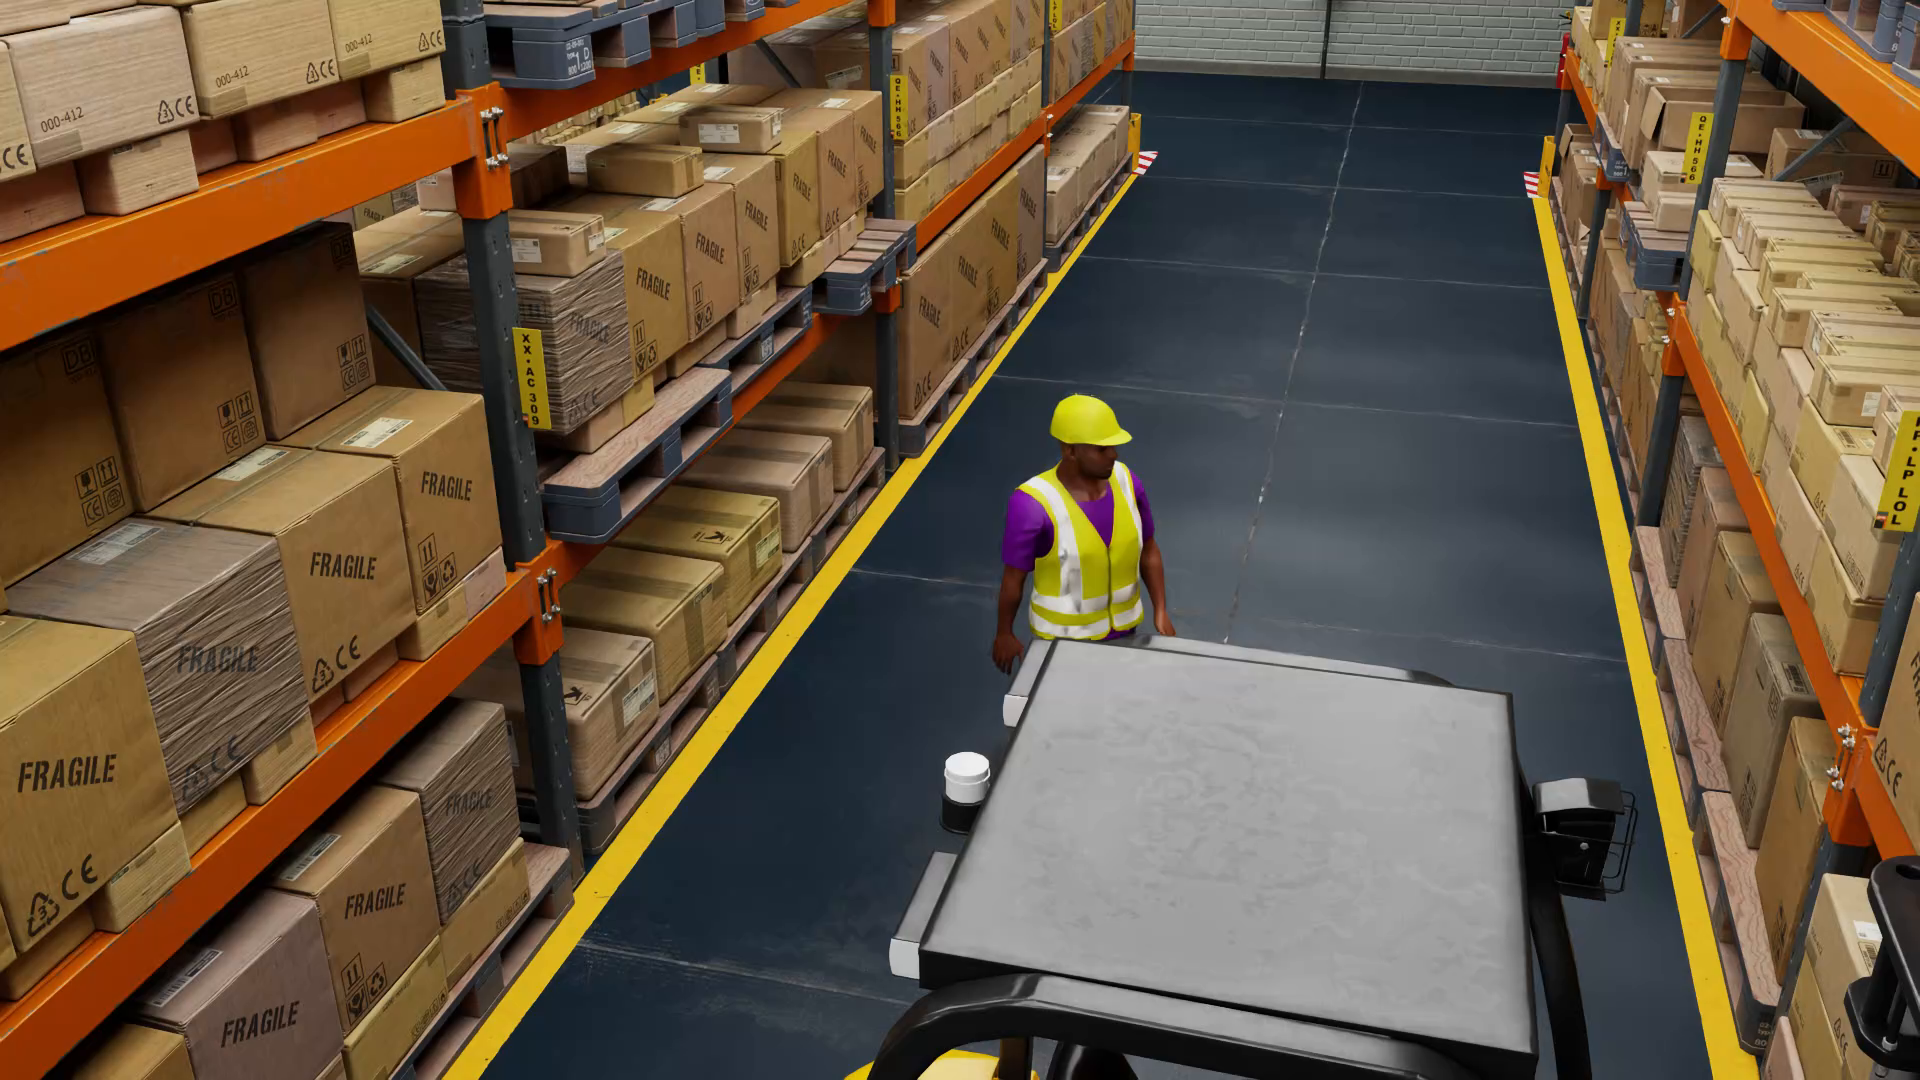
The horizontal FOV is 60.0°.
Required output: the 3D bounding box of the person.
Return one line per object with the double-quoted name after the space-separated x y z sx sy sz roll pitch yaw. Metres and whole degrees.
0.511 0.320 5.937 0.597 1.703 1.074 -15 29 -30 "person"
